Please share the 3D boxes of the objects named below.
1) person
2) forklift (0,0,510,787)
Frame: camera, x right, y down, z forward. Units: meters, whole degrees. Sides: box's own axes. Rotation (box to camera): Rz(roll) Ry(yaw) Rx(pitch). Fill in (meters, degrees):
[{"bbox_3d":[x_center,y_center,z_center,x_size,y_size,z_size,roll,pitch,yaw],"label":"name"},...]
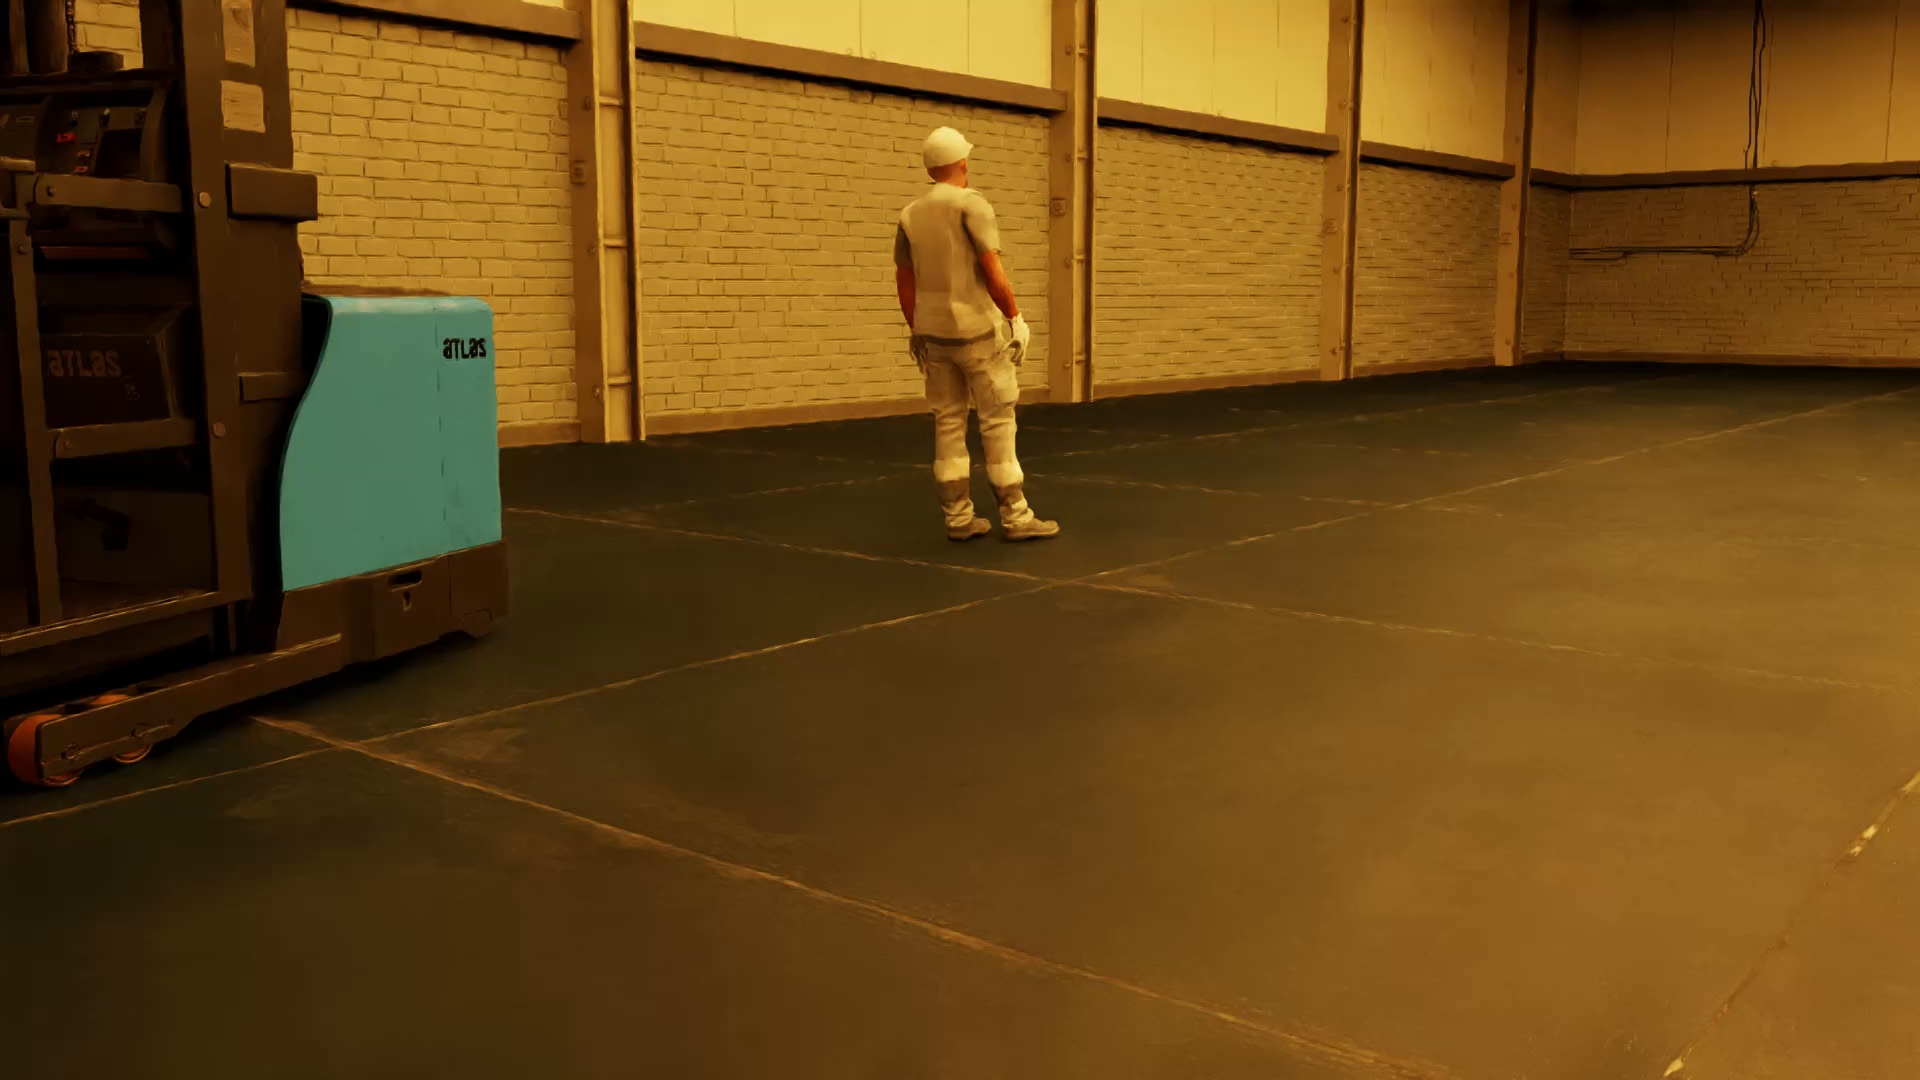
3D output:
[{"bbox_3d":[0.059,-0.900,7.329,0.637,1.787,0.563,7,11,38],"label":"person"},{"bbox_3d":[-2.394,-0.969,3.905,1.130,2.935,3.031,3,9,19],"label":"forklift"}]
